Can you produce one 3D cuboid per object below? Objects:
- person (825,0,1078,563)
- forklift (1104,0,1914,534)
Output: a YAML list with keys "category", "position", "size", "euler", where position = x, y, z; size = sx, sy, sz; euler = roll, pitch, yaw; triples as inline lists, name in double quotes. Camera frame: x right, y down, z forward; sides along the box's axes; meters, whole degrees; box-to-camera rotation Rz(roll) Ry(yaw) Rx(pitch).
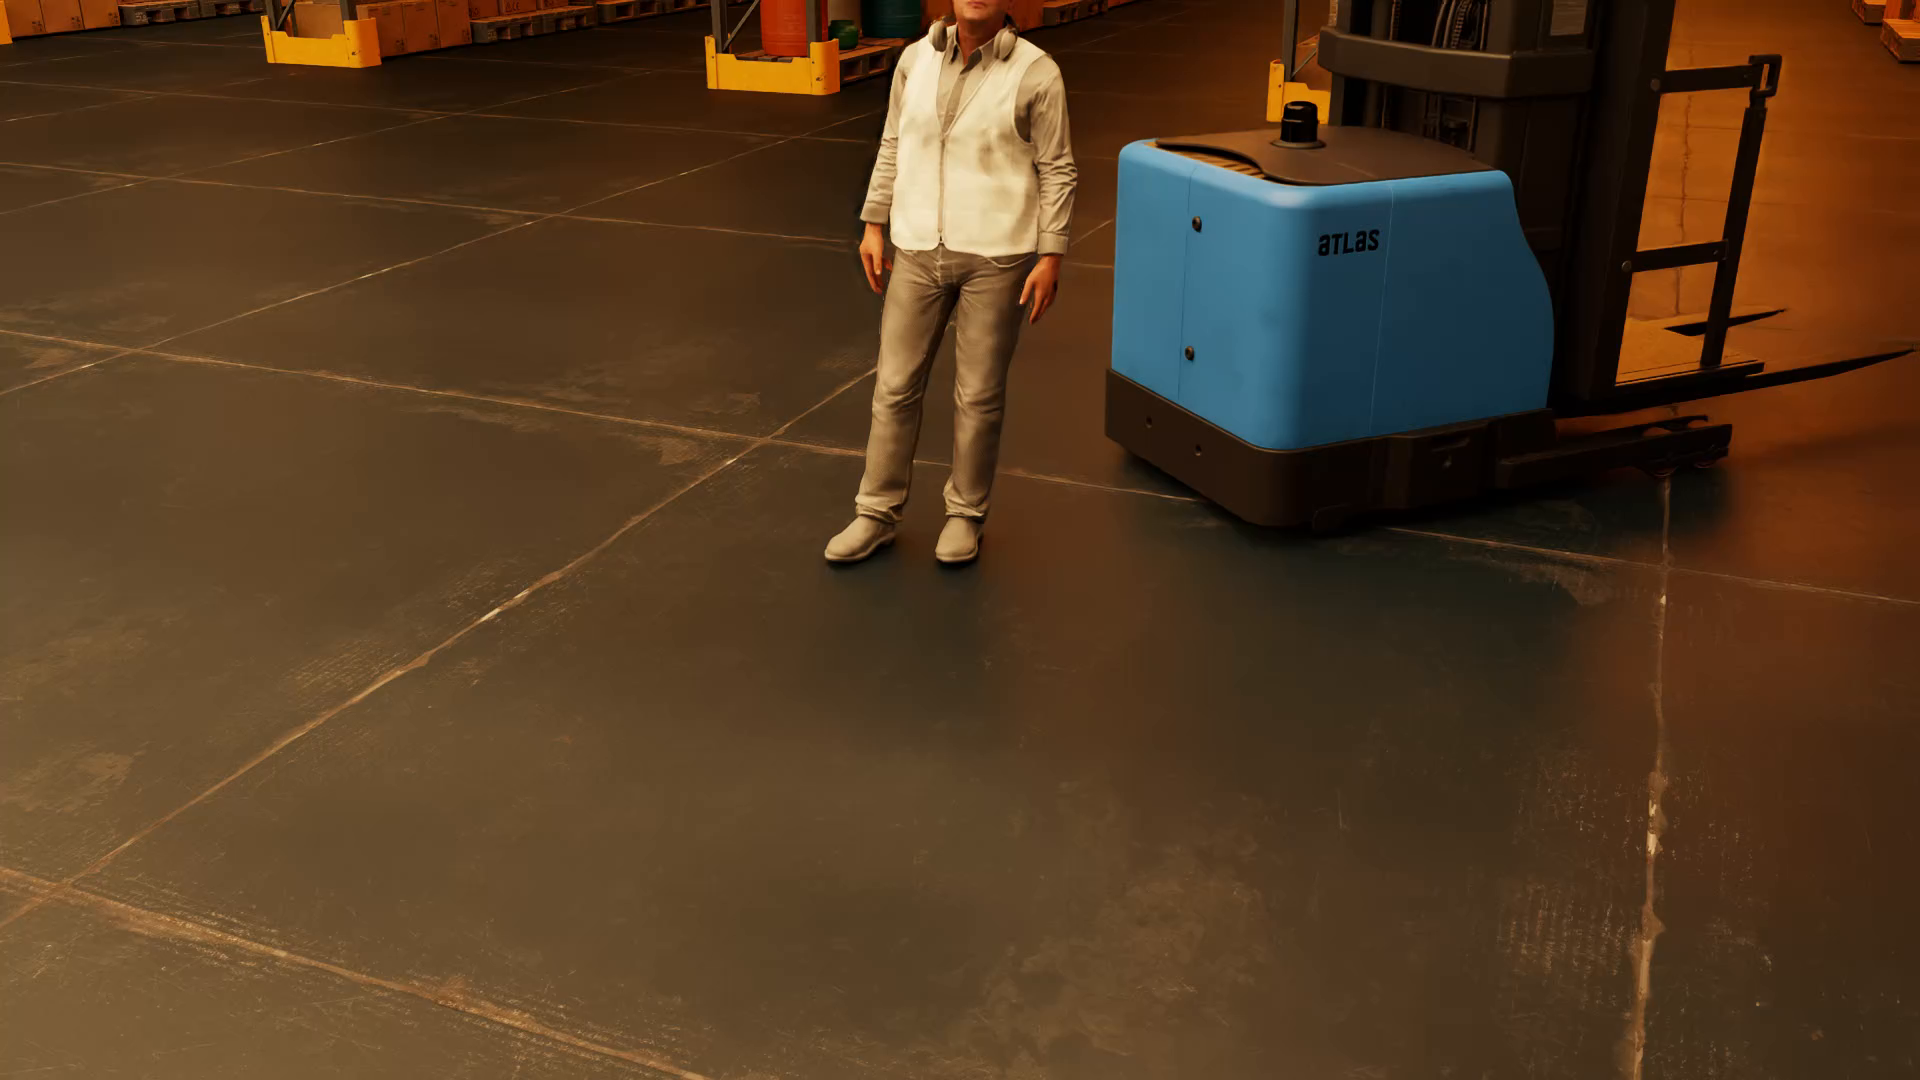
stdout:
- category: "person"
  position: [-0.023, -0.798, 4.691]
  size: [0.647, 1.773, 0.563]
  euler: [9, 24, 21]
- category: "forklift"
  position: [2.064, -1.737, 5.449]
  size: [3.031, 2.935, 1.130]
  euler: [-10, 25, -23]
